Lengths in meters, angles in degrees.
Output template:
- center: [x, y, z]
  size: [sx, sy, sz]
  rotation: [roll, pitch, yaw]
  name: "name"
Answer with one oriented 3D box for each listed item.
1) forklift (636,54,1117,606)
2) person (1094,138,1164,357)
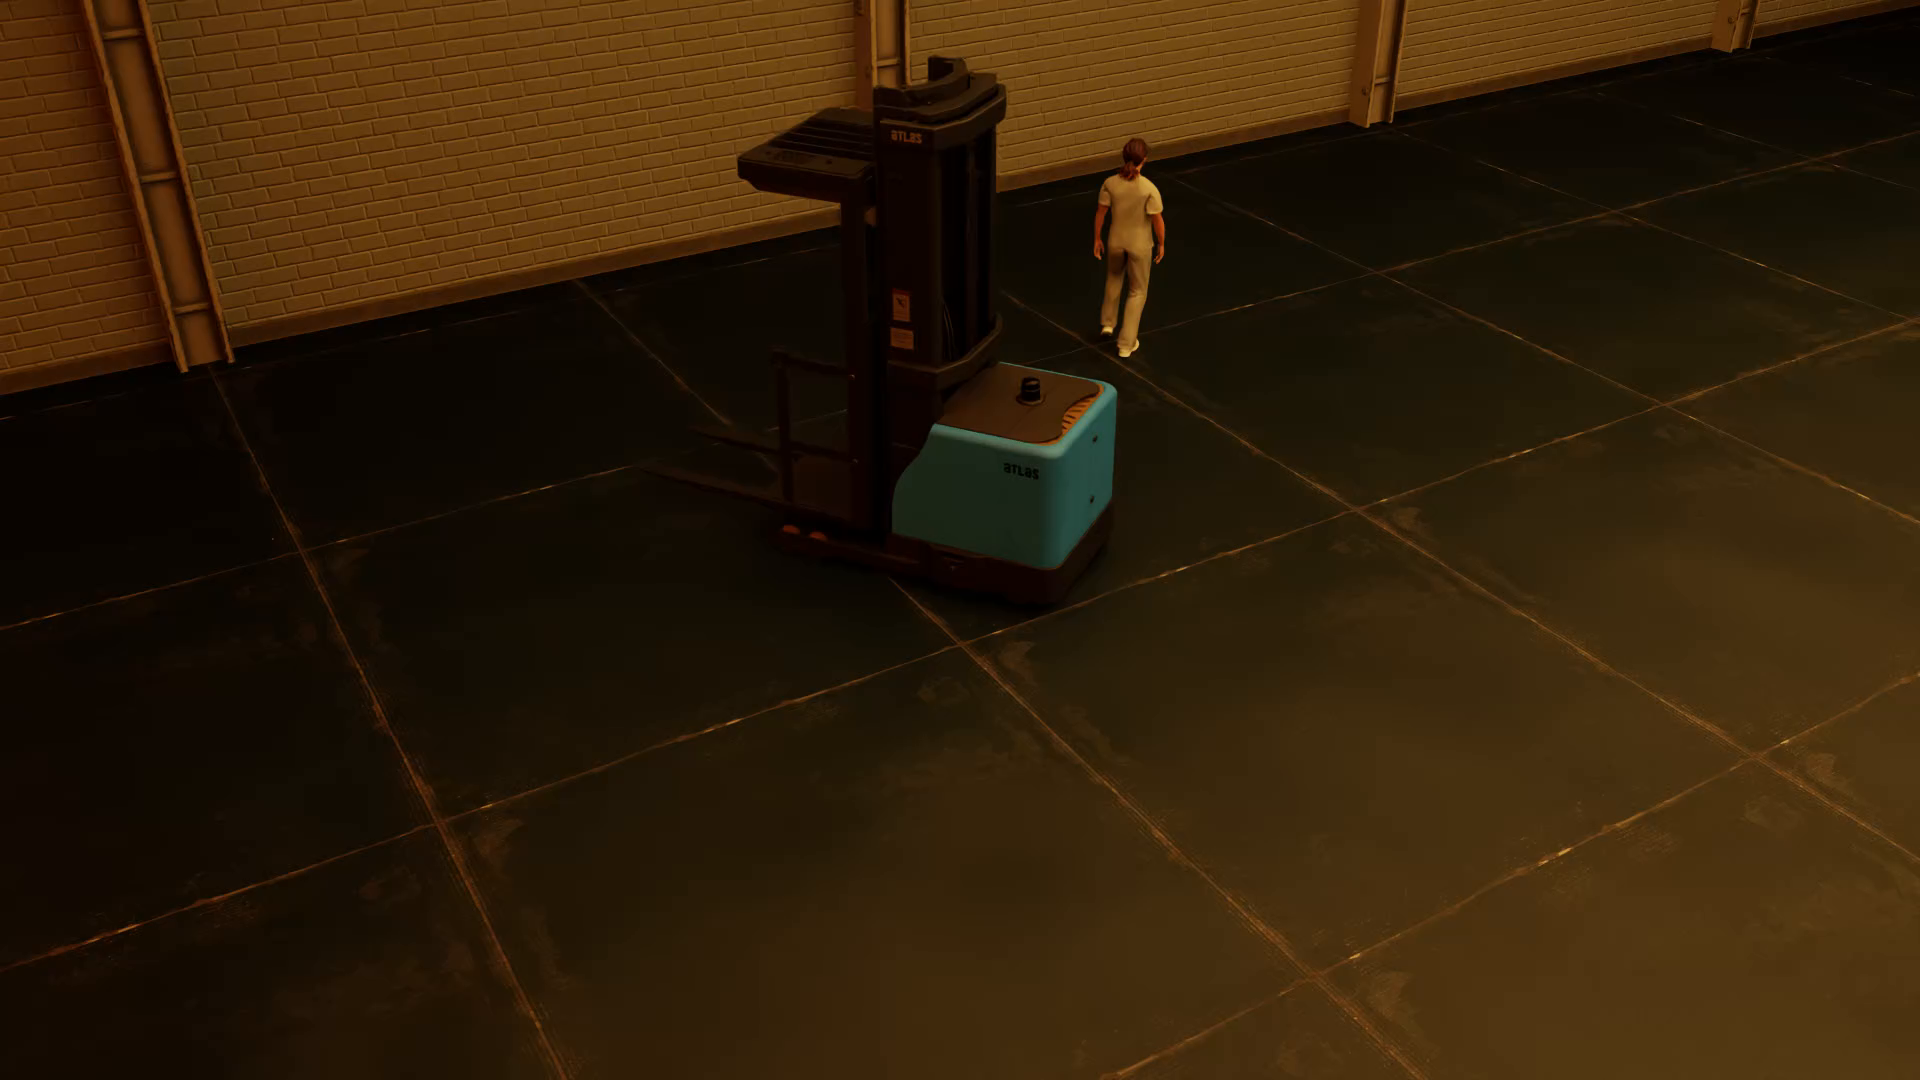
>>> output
- center: [-0.604, -1.372, 9.938]
  size: [3.031, 2.935, 1.130]
  rotation: [13, 33, 21]
  name: "forklift"
- center: [1.294, -2.224, 12.664]
  size: [0.545, 1.710, 0.530]
  rotation: [14, 34, 22]
  name: "person"
